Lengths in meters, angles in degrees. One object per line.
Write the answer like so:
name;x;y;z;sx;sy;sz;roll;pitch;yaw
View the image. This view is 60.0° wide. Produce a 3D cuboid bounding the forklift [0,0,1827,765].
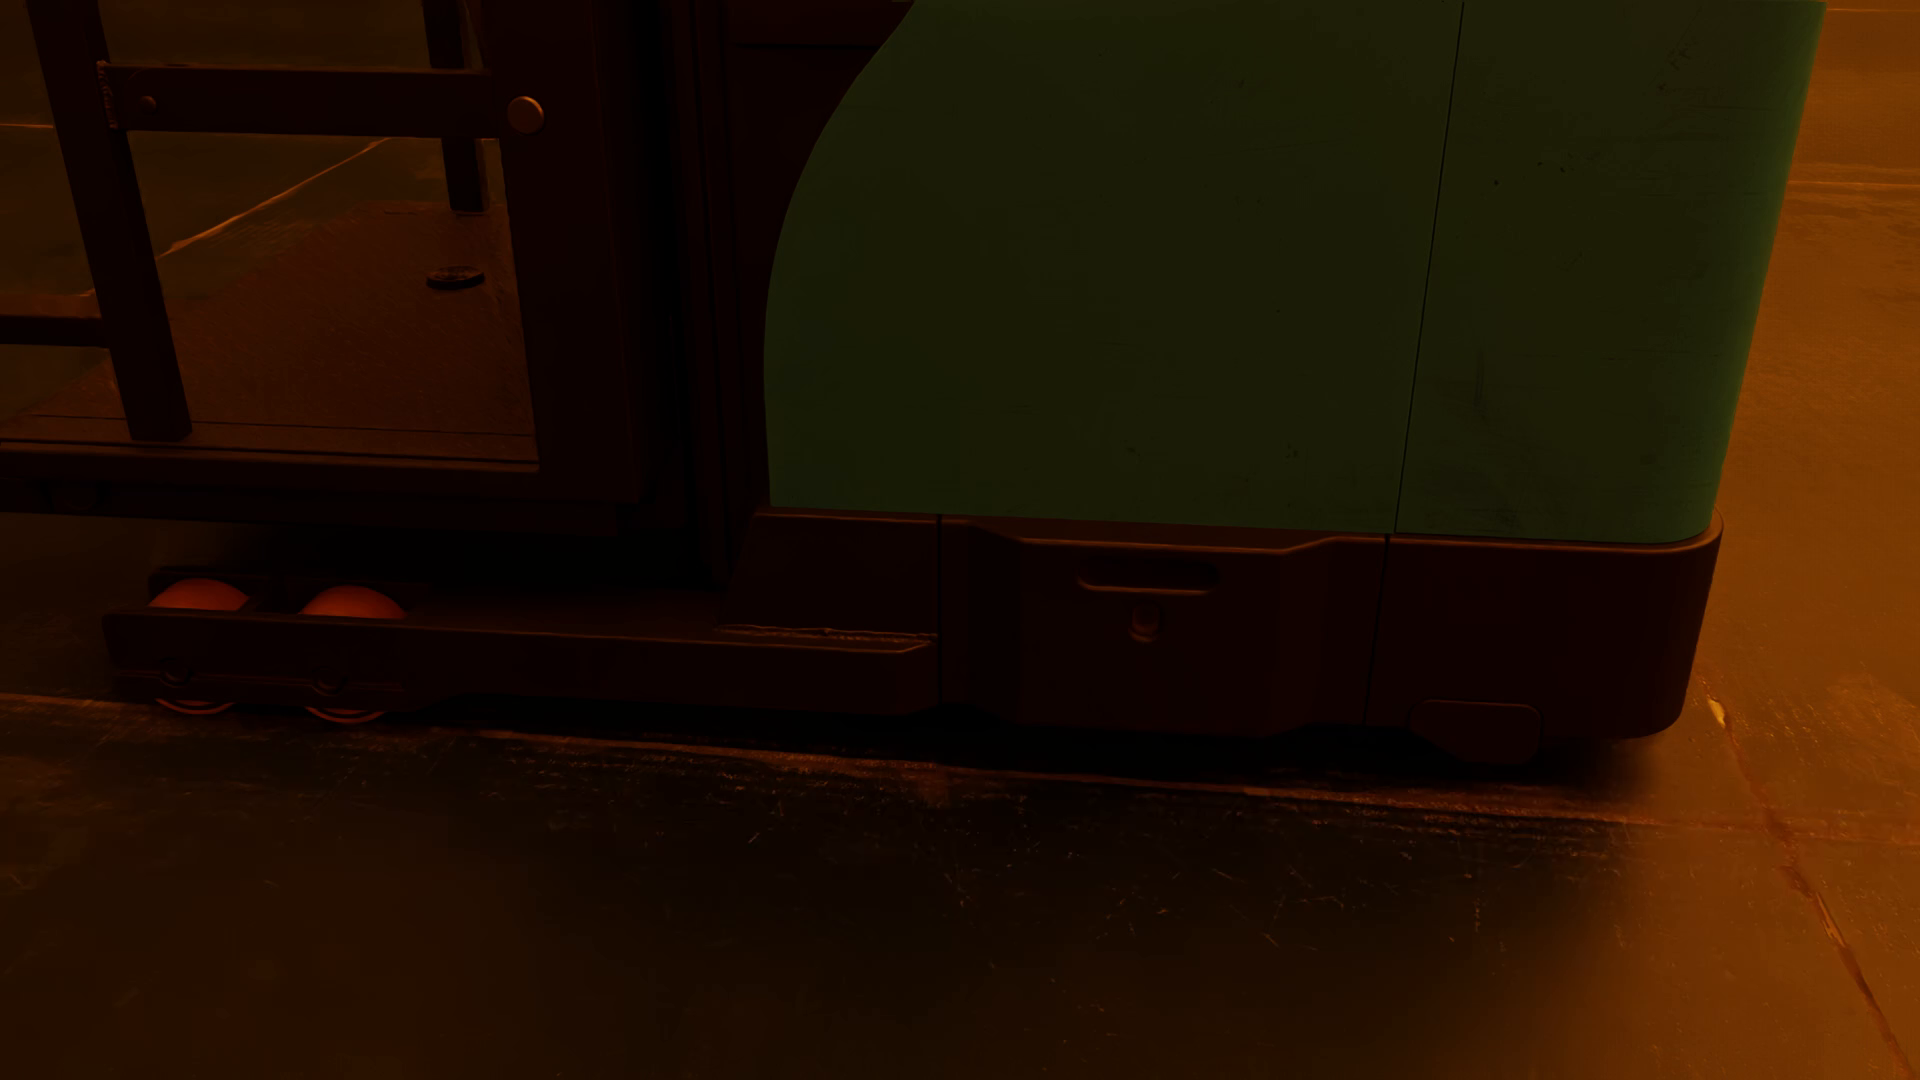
forklift;-0.614;-1.317;1.857;3.031;2.935;1.130;3;27;5
